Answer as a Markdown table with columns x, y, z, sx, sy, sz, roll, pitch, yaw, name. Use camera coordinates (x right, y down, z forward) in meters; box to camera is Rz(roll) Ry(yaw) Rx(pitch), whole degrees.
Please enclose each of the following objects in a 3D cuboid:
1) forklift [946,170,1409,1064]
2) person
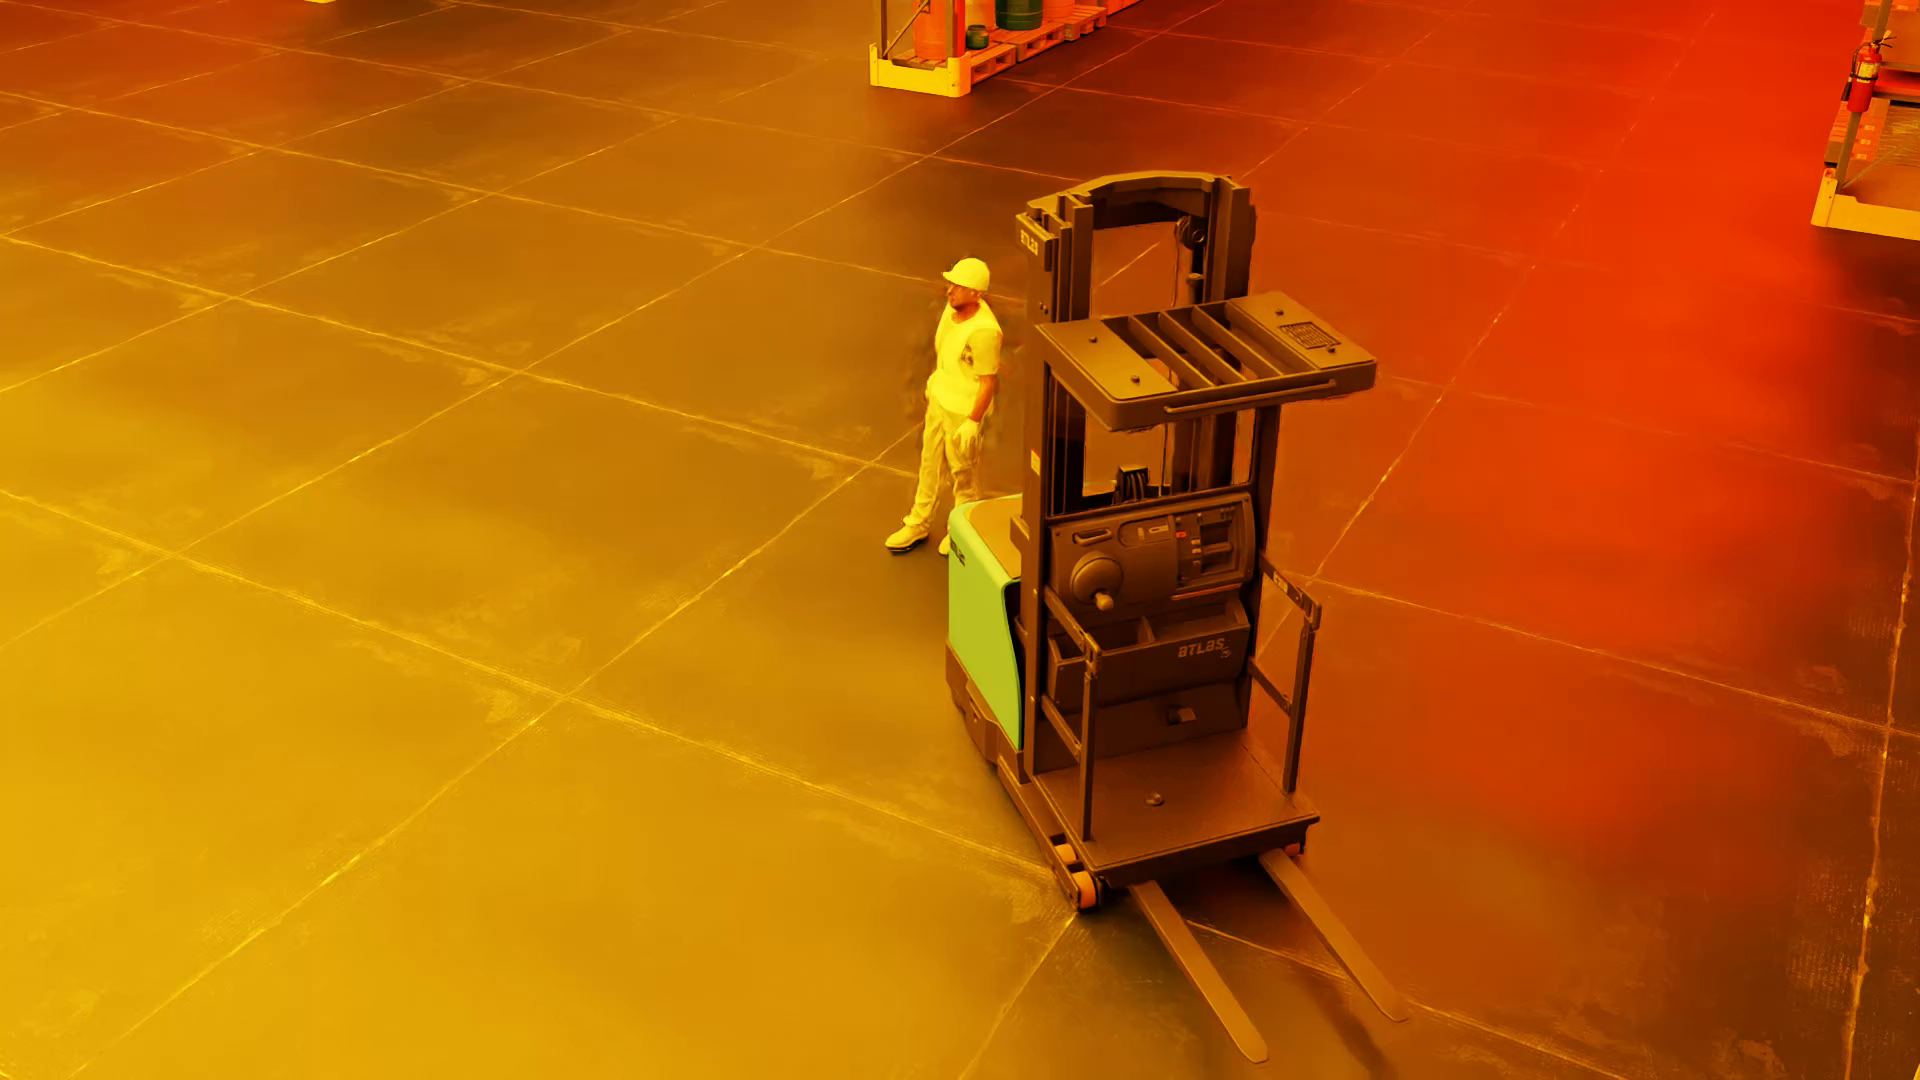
| x | y | z | sx | sy | sz | roll | pitch | yaw | name |
| --- | --- | --- | --- | --- | --- | --- | --- | --- | --- |
| 0.902 | 0.103 | 6.893 | 1.130 | 2.935 | 3.031 | -10 | 32 | -17 | forklift |
| -0.121 | -0.759 | 9.524 | 0.670 | 1.782 | 0.651 | -10 | 32 | -17 | person |
